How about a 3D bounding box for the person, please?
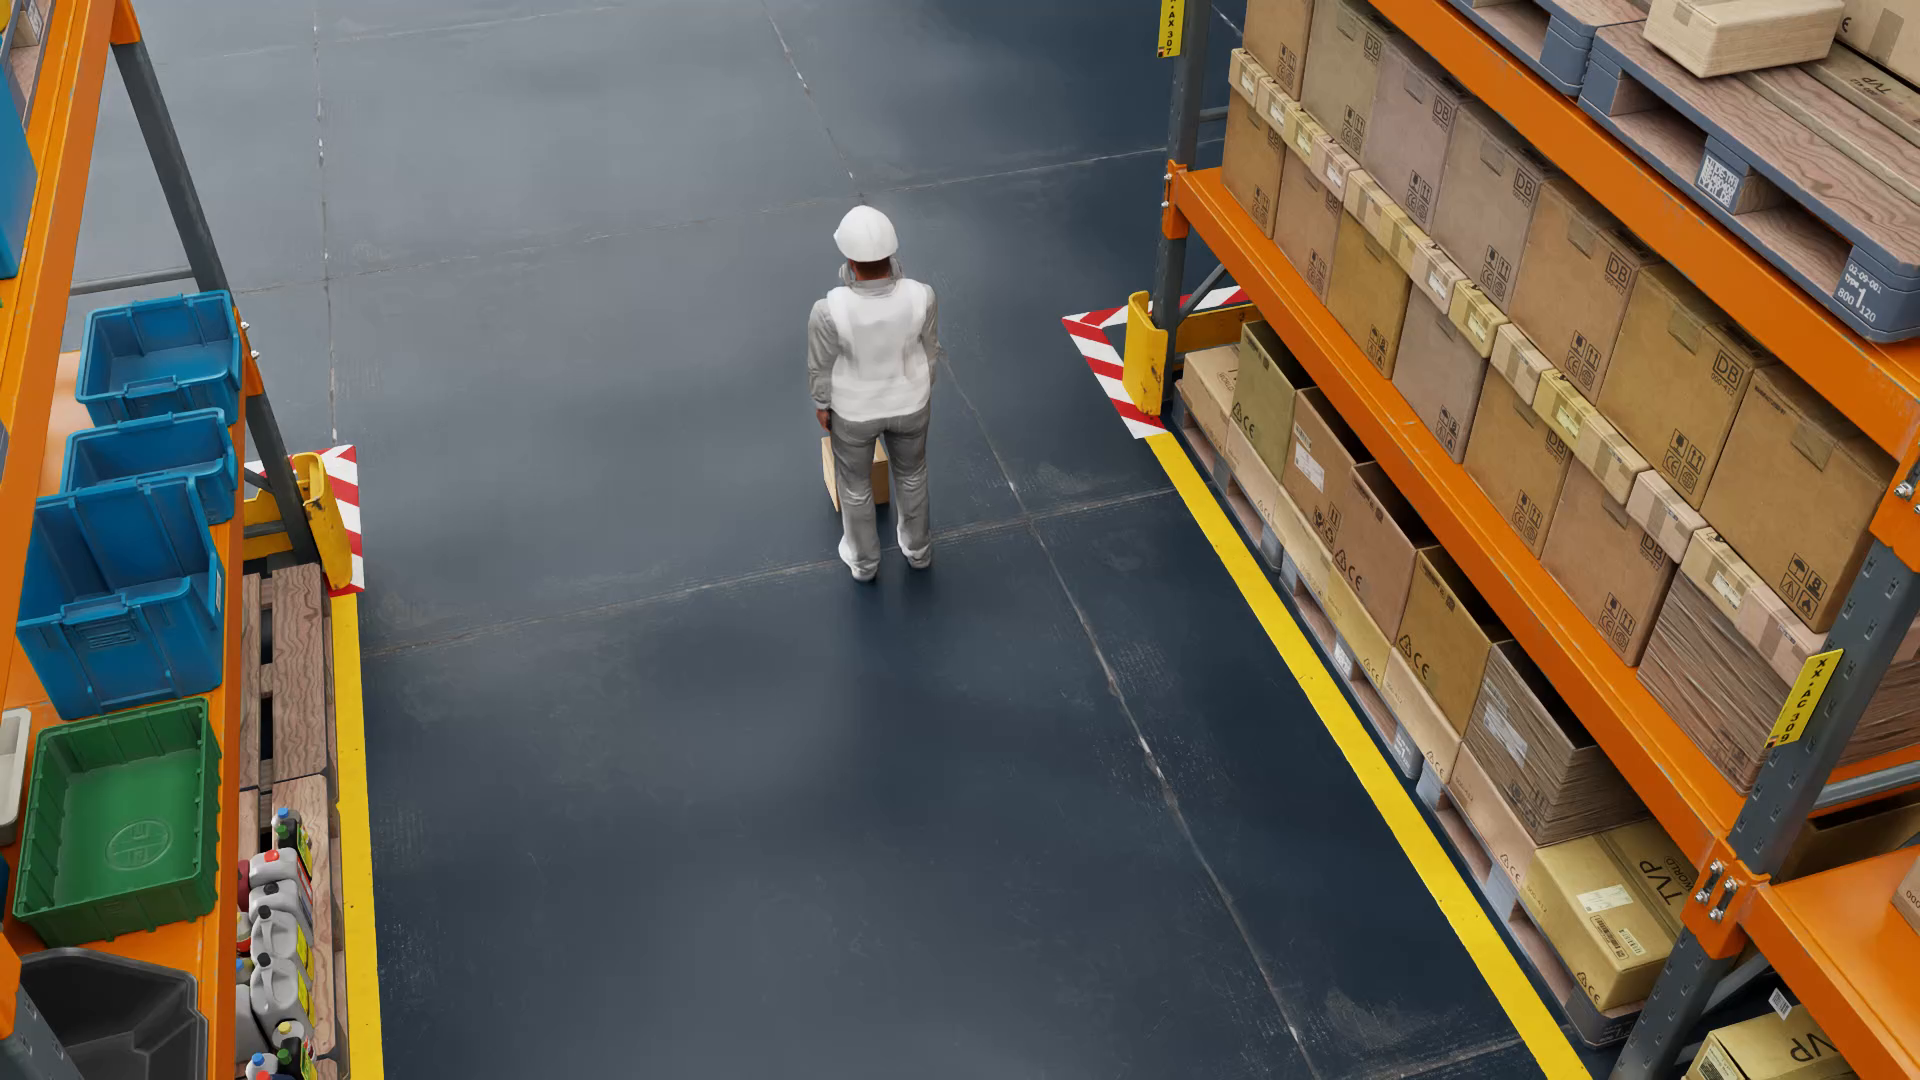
[{"bbox_3d":[-0.399,-0.426,7.058,0.568,1.182,0.860,-12,43,-13],"label":"person"}]
